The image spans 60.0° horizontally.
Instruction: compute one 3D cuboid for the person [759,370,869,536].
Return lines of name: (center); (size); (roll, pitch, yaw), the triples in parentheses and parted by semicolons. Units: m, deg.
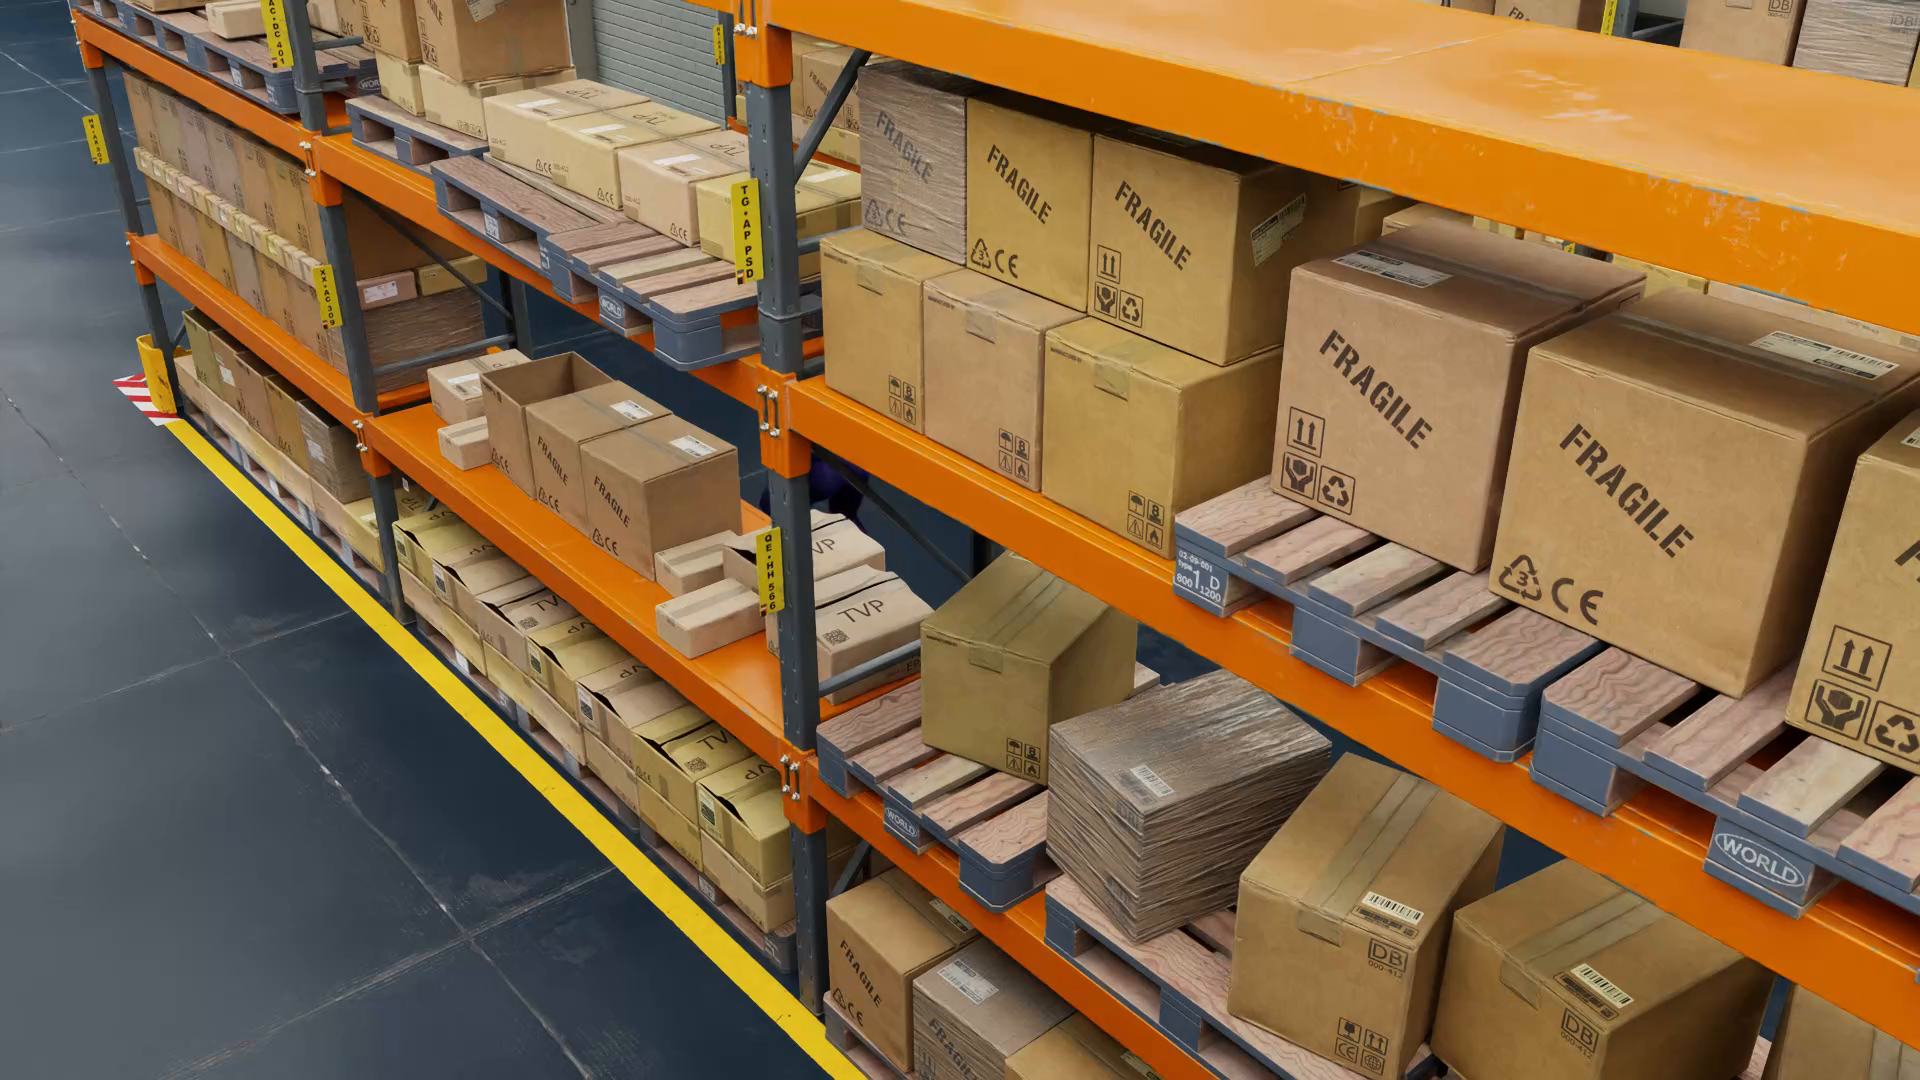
person: (-0.807, -0.404, 9.425); (0.774, 1.611, 0.533); (-23, 36, -36)
